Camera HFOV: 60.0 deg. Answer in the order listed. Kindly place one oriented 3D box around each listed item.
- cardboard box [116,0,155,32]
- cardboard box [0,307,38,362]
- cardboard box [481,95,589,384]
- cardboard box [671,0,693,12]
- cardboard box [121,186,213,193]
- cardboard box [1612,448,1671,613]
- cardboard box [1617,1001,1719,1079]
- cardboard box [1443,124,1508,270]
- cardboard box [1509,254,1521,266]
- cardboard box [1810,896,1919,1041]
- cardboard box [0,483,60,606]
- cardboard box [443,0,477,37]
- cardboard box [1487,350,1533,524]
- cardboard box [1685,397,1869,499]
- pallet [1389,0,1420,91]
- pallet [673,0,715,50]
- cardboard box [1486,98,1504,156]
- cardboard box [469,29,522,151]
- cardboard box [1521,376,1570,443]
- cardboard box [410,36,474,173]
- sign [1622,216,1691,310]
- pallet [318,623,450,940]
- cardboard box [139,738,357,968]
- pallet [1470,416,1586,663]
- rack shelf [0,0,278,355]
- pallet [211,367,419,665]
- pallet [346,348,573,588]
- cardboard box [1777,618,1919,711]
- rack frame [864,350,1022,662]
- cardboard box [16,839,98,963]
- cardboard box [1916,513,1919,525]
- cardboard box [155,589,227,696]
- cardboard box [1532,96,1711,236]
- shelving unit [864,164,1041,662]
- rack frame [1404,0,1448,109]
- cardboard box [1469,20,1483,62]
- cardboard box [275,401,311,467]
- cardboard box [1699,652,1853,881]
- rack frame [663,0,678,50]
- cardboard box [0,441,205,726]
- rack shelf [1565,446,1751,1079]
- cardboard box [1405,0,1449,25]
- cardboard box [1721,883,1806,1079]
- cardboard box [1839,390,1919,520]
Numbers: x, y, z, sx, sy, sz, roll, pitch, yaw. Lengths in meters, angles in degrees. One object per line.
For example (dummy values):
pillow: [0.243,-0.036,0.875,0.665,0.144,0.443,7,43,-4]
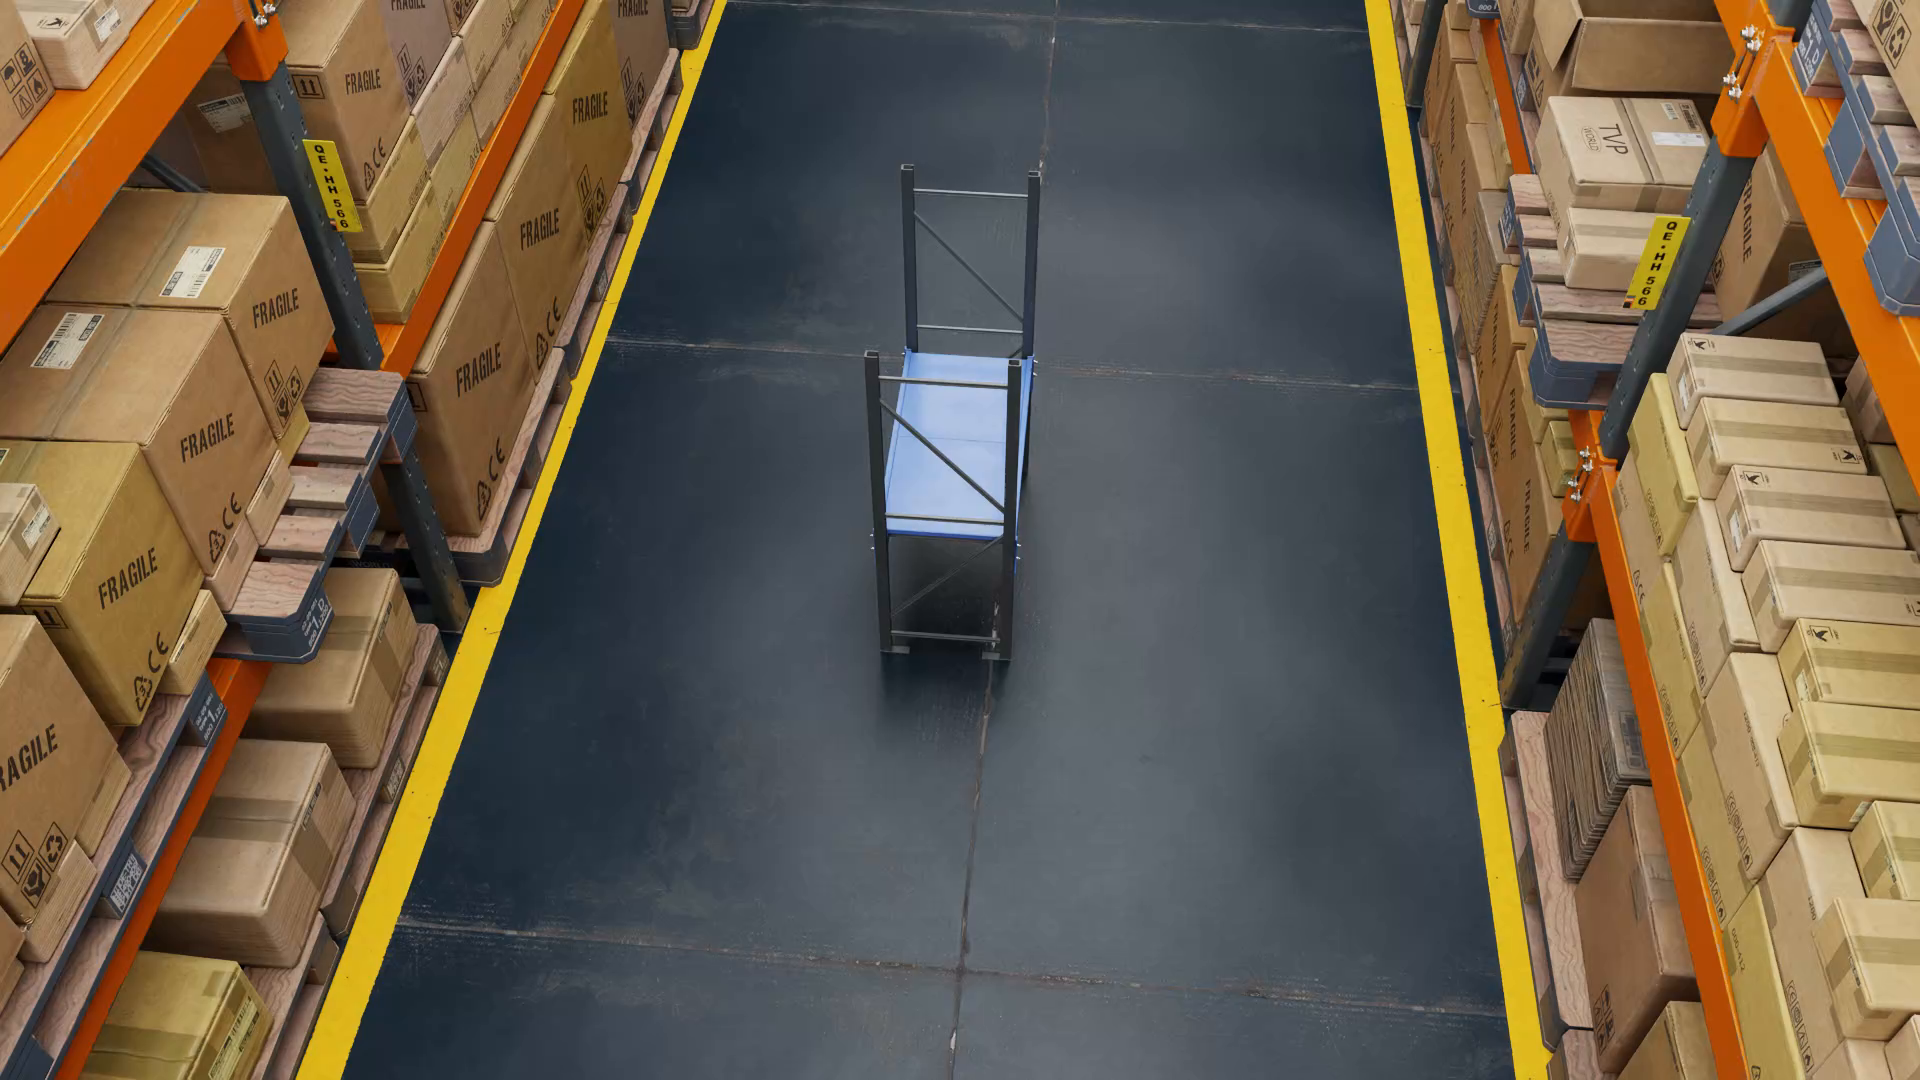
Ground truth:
cardboard box: [-2.240,-1.404,4.165,0.380,0.149,0.250,4,48,4]
cardboard box: [-2.732,-0.299,4.463,0.500,0.500,0.500,6,48,6]
cardboard box: [-2.189,-1.304,7.091,0.875,0.875,0.875,4,48,4]
cardboard box: [-1.891,-3.393,9.298,0.875,0.438,0.875,3,48,3]
cardboard box: [-2.629,-1.213,5.616,0.500,0.250,0.500,4,48,3]
cardboard box: [2.239,-0.031,4.873,0.500,0.250,0.500,4,48,4]
cardboard box: [2.340,1.702,4.512,0.875,0.625,0.625,2,48,2]
cardboard box: [2.531,-1.530,7.552,0.500,0.500,0.500,3,48,2]
cardboard box: [2.465,-1.260,6.866,0.380,0.149,0.250,2,48,2]
cardboard box: [2.003,0.889,3.423,0.380,0.149,0.250,3,48,2]
cardboard box: [-2.288,0.004,3.746,0.380,0.149,0.250,2,48,2]
cardboard box: [-2.034,-2.183,5.995,0.500,0.500,0.500,5,48,5]
cardboard box: [2.404,-0.381,6.501,0.500,0.500,0.500,3,48,3]
cardboard box: [2.178,-0.233,4.449,0.380,0.149,0.250,5,48,4]
pallet: [2.951,-2.894,9.280,1.003,0.211,1.213,4,48,4]
pallet: [-1.908,-3.274,9.627,1.003,0.211,1.213,4,48,4]
cardboard box: [2.558,-1.820,7.378,0.380,0.149,0.250,4,48,3]
cardboard box: [-2.042,-1.778,6.471,0.500,0.250,0.500,5,48,5]
cardboard box: [2.310,-0.491,6.162,0.380,0.149,0.250,2,48,2]
cardboard box: [-2.080,-1.576,5.947,0.500,0.250,0.500,5,48,4]
sign: [1.982,-0.785,4.730,0.100,0.325,0.005,4,48,4]
pallet: [-2.493,0.793,5.907,1.003,0.211,1.213,4,48,4]
cardboard box: [-2.541,0.980,5.343,0.950,0.372,0.625,3,48,3]
pallet: [2.629,0.004,6.629,1.003,0.211,1.213,4,48,4]
rack shelf: [-2.602,-0.022,3.218,1.077,0.370,4.000,4,48,4]
pallet: [-2.379,-0.126,4.989,1.213,0.211,1.003,4,48,4]
pallet: [-2.273,-0.355,6.958,1.003,0.211,1.213,4,48,4]
cardboard box: [2.176,0.337,3.927,0.380,0.149,0.250,4,48,4]
rack frame: [-0.054,-0.070,5.824,0.500,1.500,0.032,4,48,4]
cardboard box: [-2.273,0.820,3.879,0.380,0.149,0.250,6,48,5]
cardboard box: [2.698,-0.005,4.240,0.380,0.149,0.250,4,48,3]
cardboard box: [-2.188,0.255,4.395,0.380,0.149,0.250,5,48,4]
cardboard box: [2.297,-1.279,5.730,0.500,0.250,0.500,2,48,2]
shelving unit: [-0.008,-0.443,6.165,0.538,1.500,1.048,4,48,4]
rack frame: [2.888,-3.330,7.789,1.000,3.000,0.127,4,48,4]
cardboard box: [2.642,-2.393,7.902,0.380,0.149,0.250,3,48,2]
cardboard box: [-2.168,-0.320,4.922,0.380,0.149,0.250,5,48,4]
cardboard box: [2.127,0.552,4.001,0.500,0.250,0.500,3,48,3]
rack frame: [-2.056,-3.661,8.092,1.000,3.000,0.127,4,48,4]
cardboard box: [-2.266,0.106,4.092,0.500,0.500,0.500,1,48,1]
rack shelf: [2.341,1.322,4.022,1.077,0.370,4.000,4,48,4]
cardboard box: [2.646,-2.939,9.079,0.380,0.149,0.250,3,48,2]
cardboard box: [2.100,1.099,3.840,0.500,0.250,0.500,5,48,5]
cardboard box: [2.759,-0.160,4.653,0.500,0.250,0.500,5,48,4]
